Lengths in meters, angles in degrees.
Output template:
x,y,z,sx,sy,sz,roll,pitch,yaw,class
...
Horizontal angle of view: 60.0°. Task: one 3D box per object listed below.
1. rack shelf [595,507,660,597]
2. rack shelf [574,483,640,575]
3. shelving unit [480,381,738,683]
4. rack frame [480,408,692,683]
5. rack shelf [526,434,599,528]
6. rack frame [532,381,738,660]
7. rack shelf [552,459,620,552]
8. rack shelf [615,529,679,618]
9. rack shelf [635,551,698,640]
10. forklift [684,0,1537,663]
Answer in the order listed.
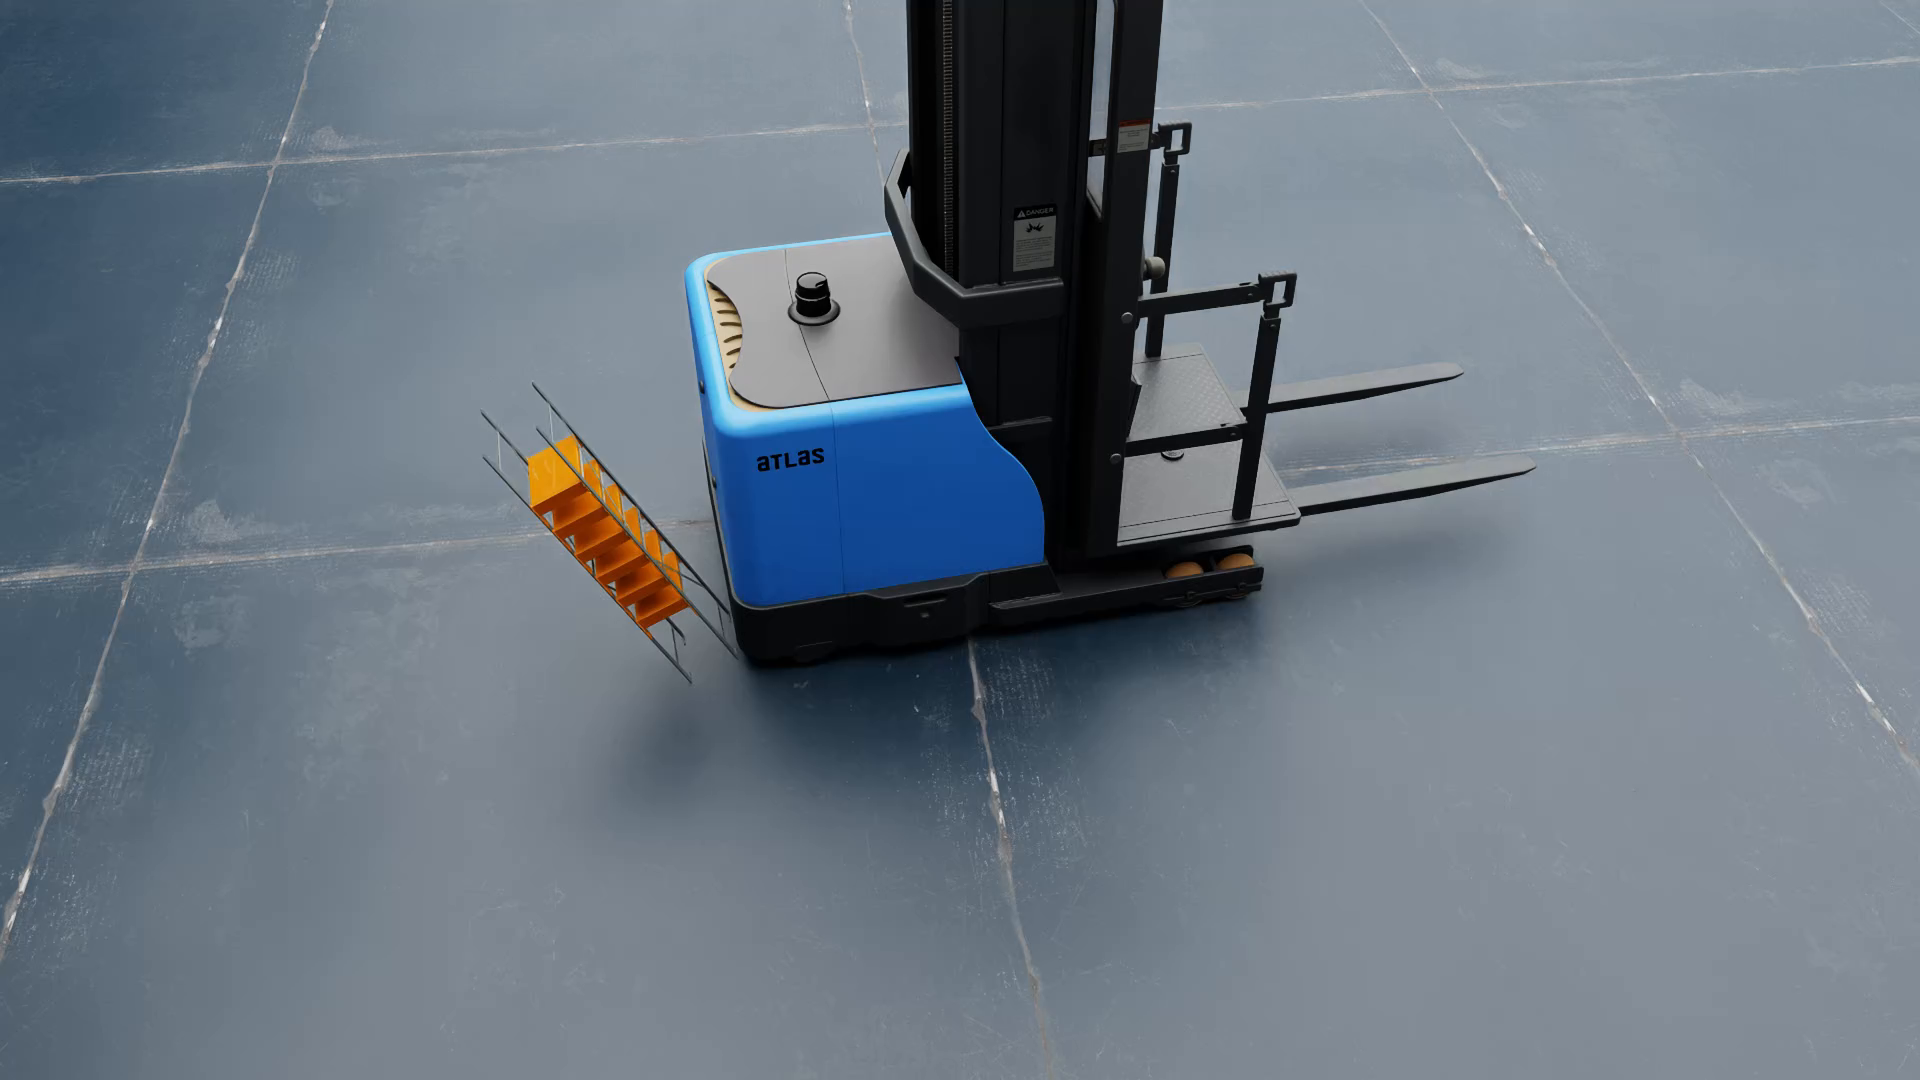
x,y,z,sx,sy,sz,roll,pitch,yaw,class
-1.090,0.032,5.399,0.180,0.103,0.258,-27,43,7,rack shelf
-1.138,-0.042,5.318,0.180,0.103,0.258,-27,43,7,rack shelf
-1.108,0.004,5.369,0.189,1.200,0.258,-27,43,7,shelving unit
-1.189,0.045,5.380,0.006,1.200,0.240,-27,43,7,rack frame
-1.235,-0.189,5.154,0.180,0.103,0.258,-27,43,7,rack shelf
-1.027,-0.037,5.358,0.006,1.200,0.240,-27,43,7,rack frame
-1.186,-0.115,5.236,0.180,0.103,0.258,-27,43,7,rack shelf
-1.042,0.105,5.481,0.180,0.103,0.258,-27,43,7,rack shelf
-0.994,0.178,5.563,0.180,0.103,0.258,-27,43,7,rack shelf
0.610,-1.184,5.374,3.031,2.935,1.130,-9,43,-10,forklift
